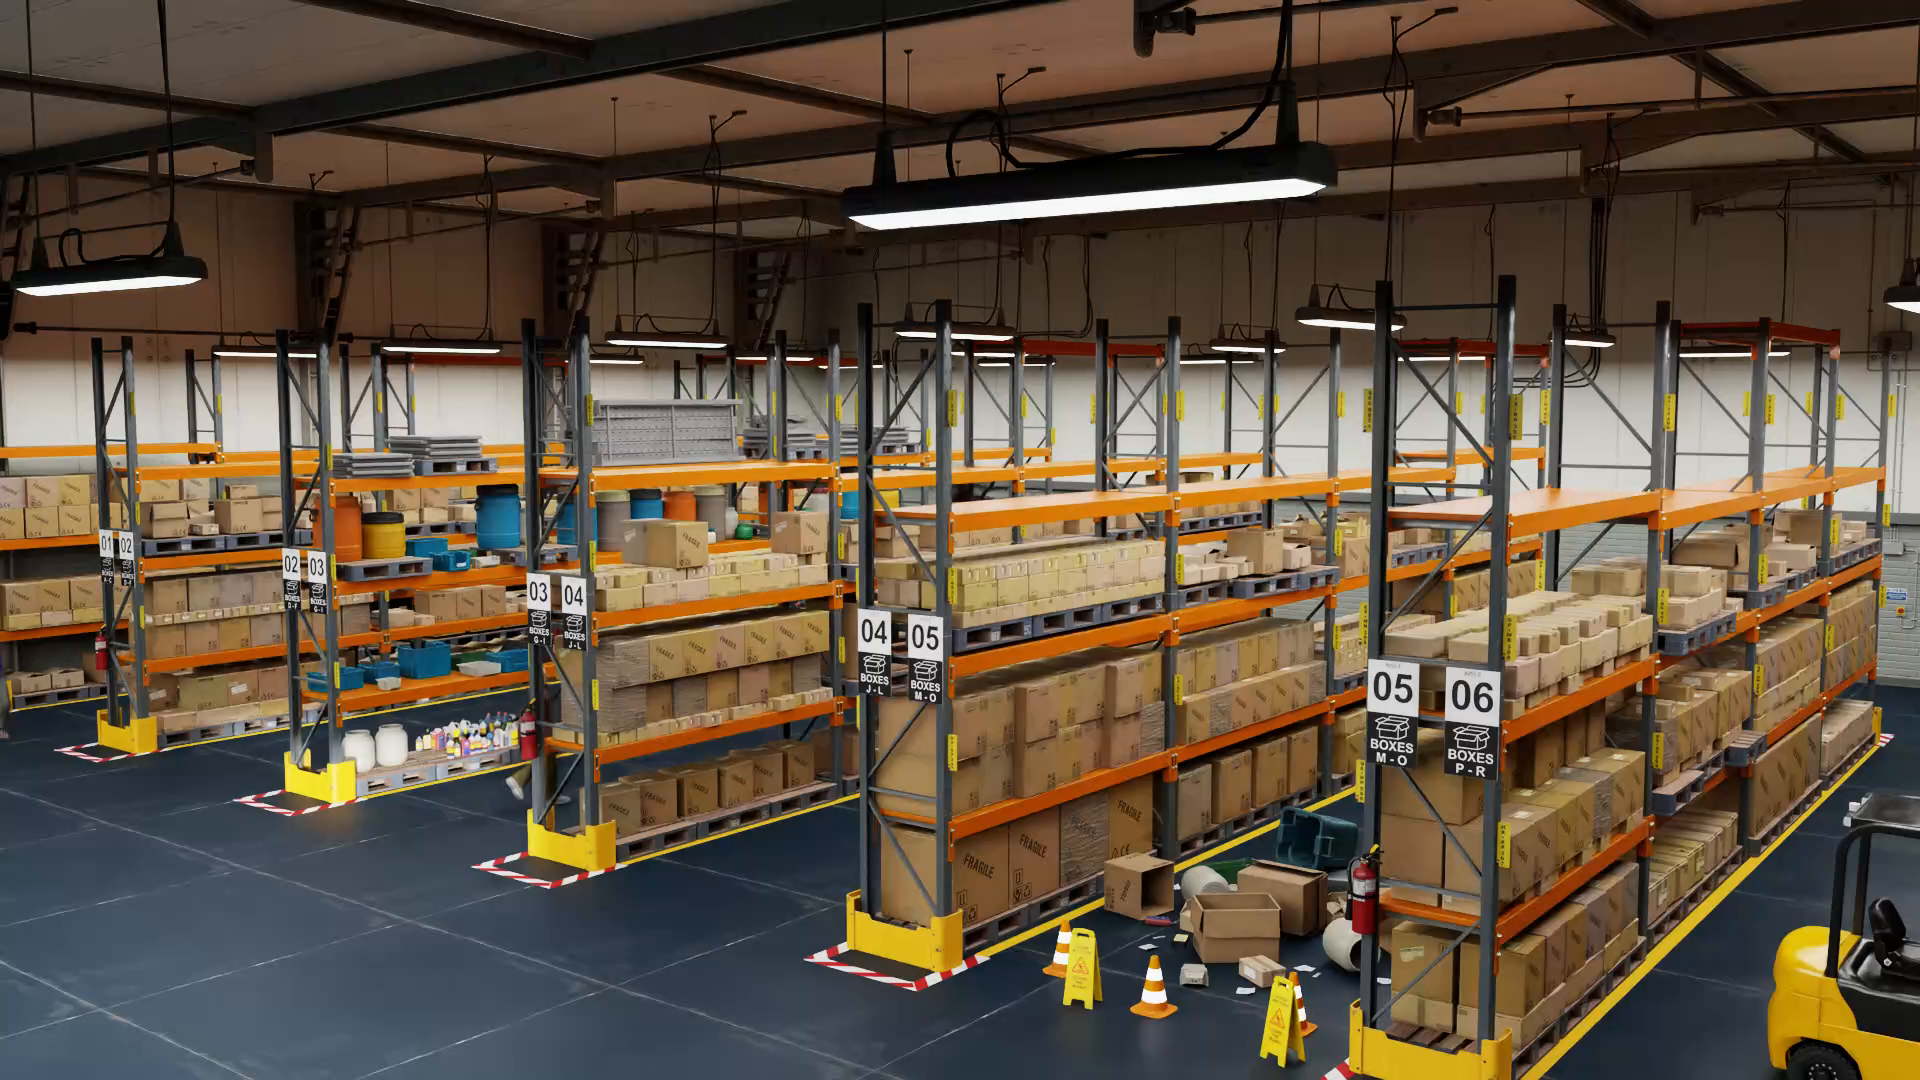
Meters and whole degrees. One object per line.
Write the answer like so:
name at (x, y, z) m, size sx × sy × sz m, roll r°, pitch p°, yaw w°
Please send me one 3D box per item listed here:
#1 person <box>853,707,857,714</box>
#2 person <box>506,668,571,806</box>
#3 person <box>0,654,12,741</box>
person at (-1.434, 1.865, 25.980) m, size 0.615 × 1.769 × 0.522 m, roll 0°, pitch 5°, yaw 3°
person at (-5.298, 2.499, 20.877) m, size 0.766 × 1.676 × 0.586 m, roll -2°, pitch 5°, yaw -20°
person at (-14.486, 2.182, 24.850) m, size 0.446 × 1.681 × 0.495 m, roll -5°, pitch 7°, yaw -43°
